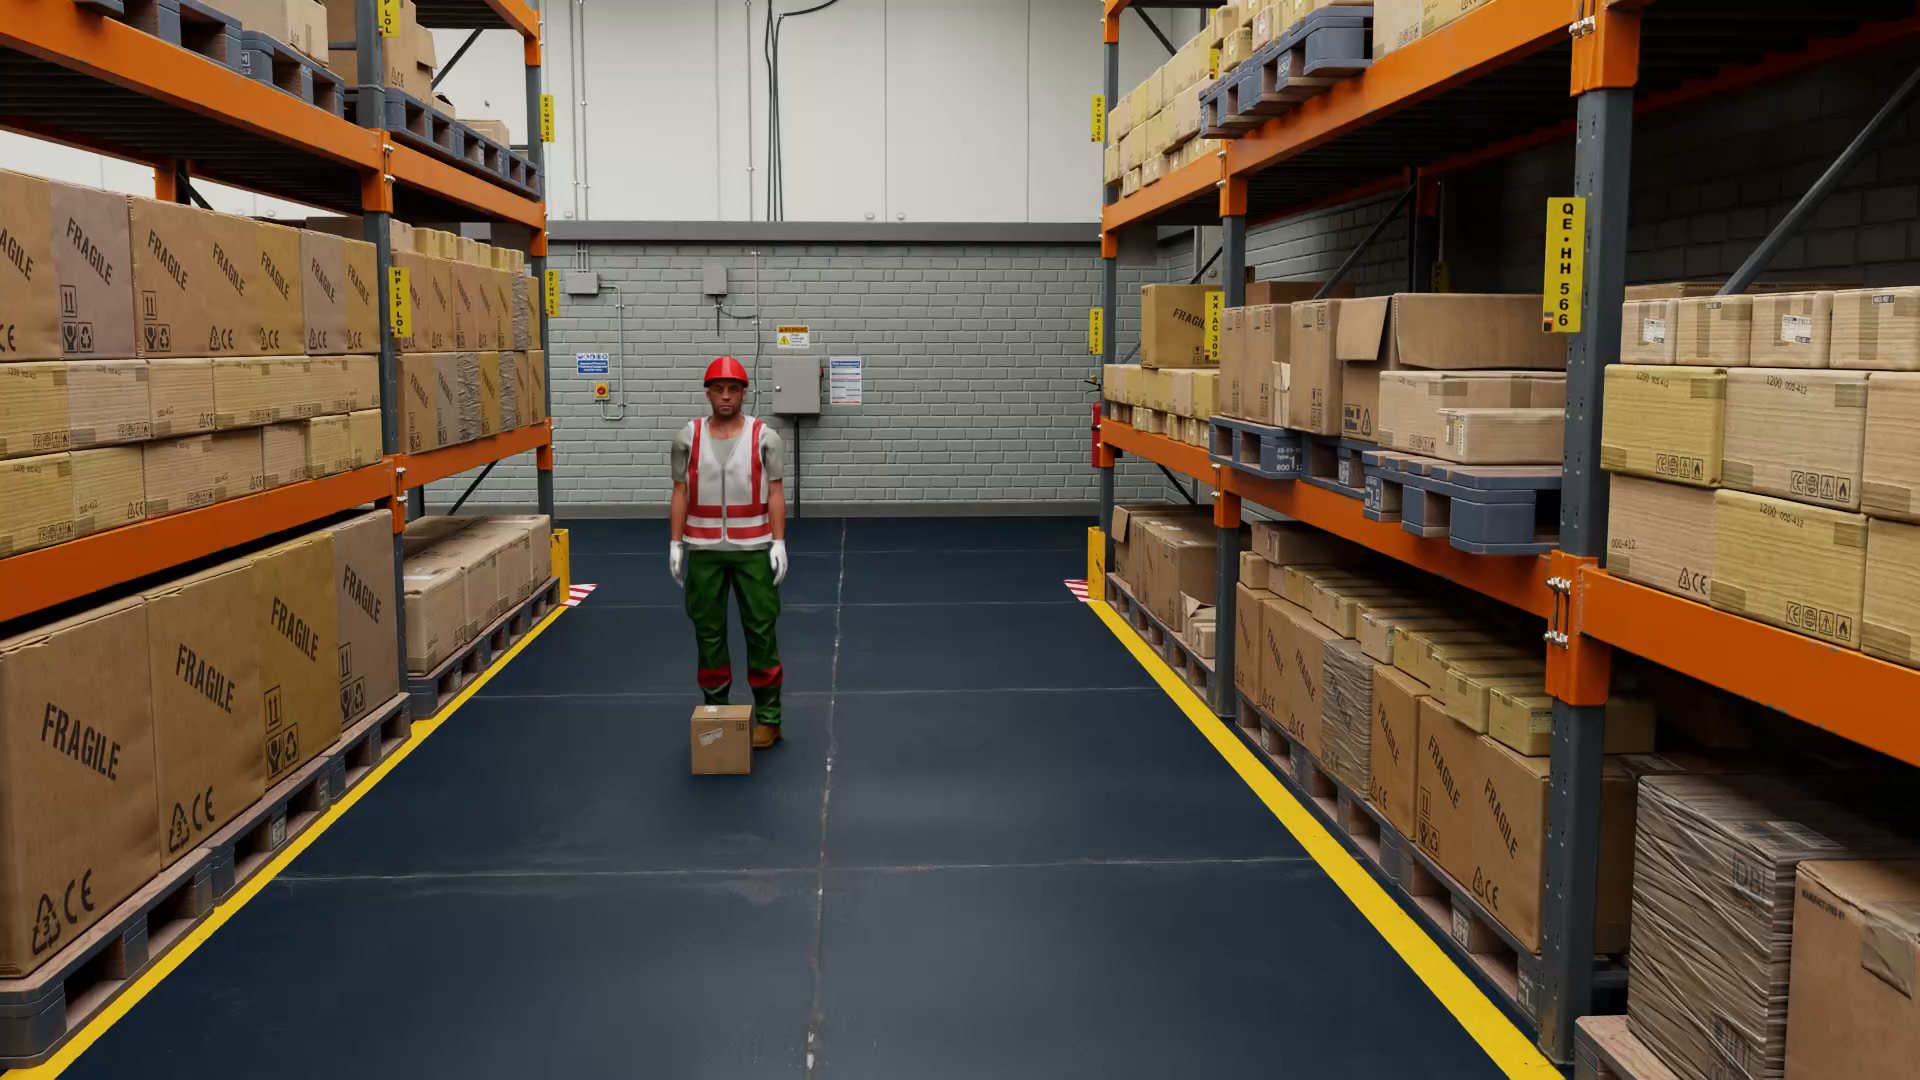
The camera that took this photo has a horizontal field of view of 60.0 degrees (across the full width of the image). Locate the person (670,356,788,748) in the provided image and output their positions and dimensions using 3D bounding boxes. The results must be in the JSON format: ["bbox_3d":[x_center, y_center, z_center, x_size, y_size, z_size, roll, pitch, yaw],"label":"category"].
[{"bbox_3d":[-1.068,0.054,7.666,0.544,1.795,0.359,0,7,-4],"label":"person"}]
